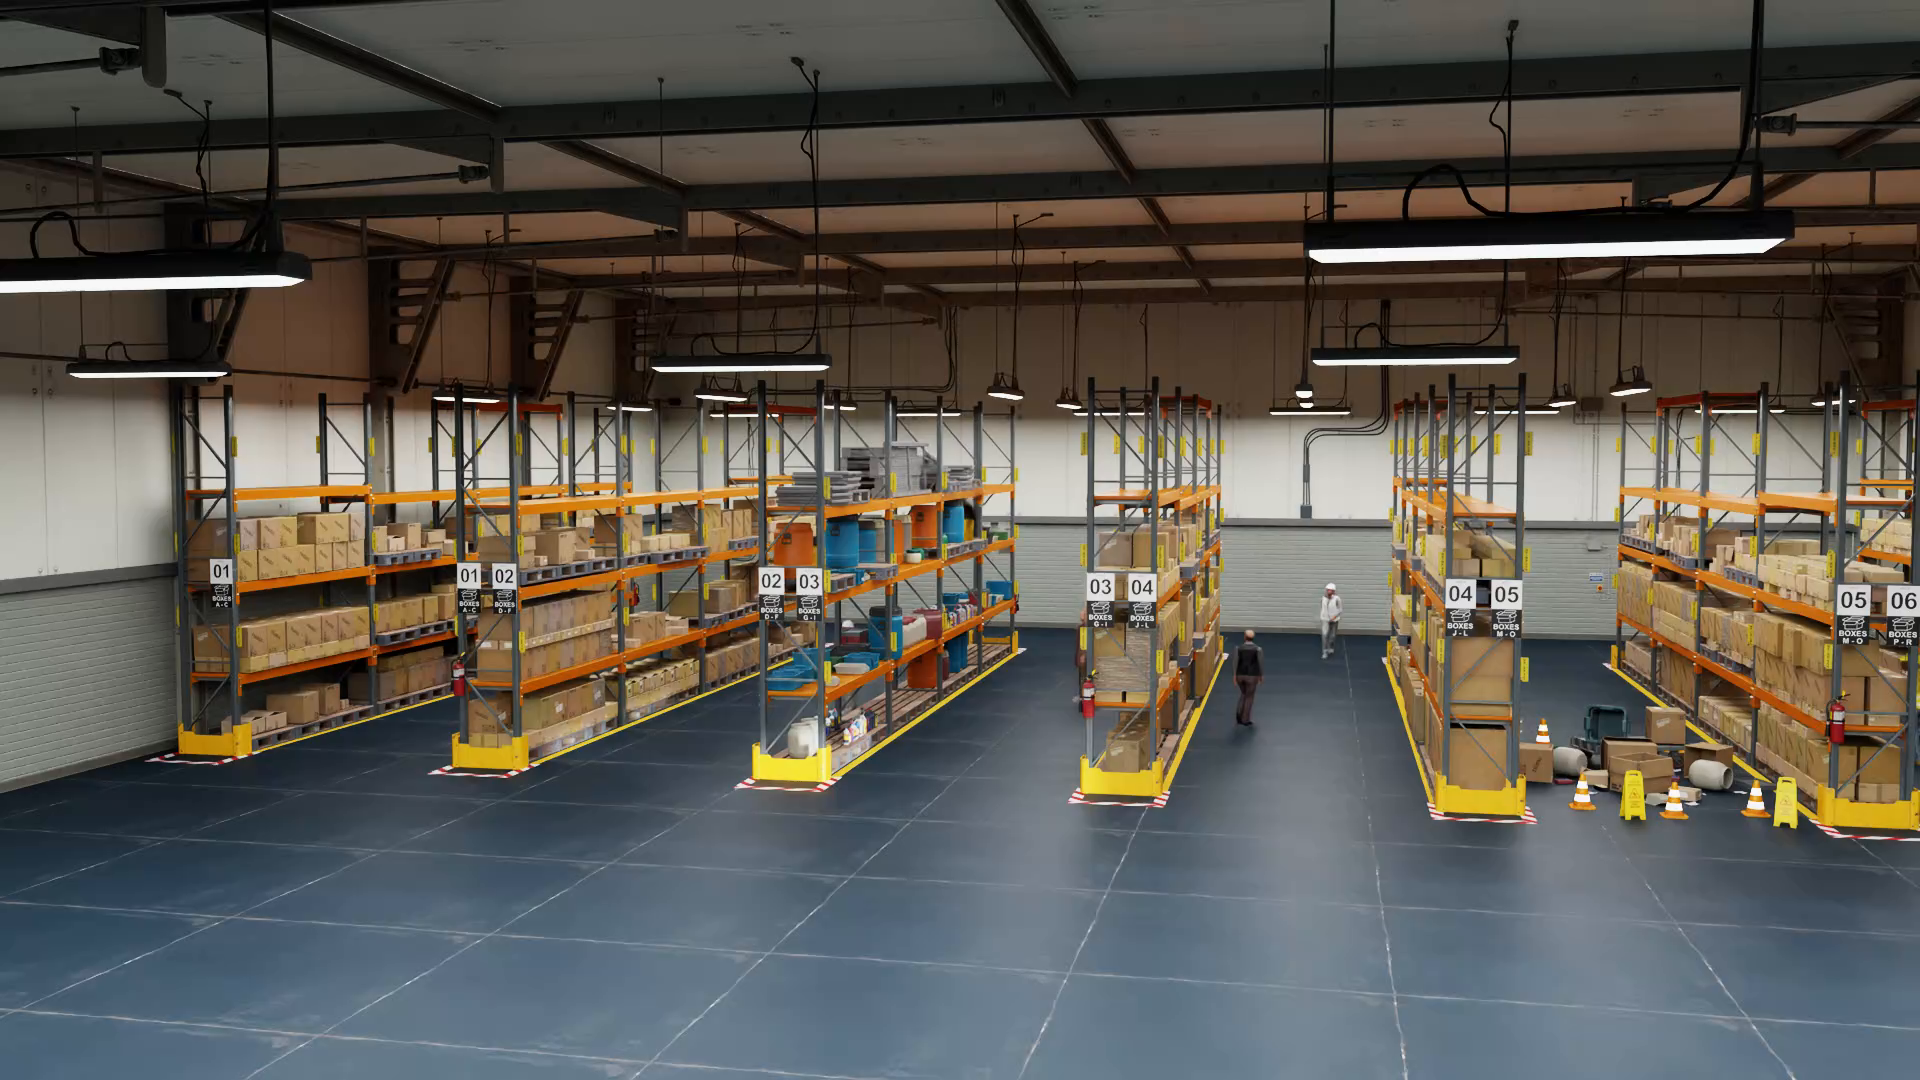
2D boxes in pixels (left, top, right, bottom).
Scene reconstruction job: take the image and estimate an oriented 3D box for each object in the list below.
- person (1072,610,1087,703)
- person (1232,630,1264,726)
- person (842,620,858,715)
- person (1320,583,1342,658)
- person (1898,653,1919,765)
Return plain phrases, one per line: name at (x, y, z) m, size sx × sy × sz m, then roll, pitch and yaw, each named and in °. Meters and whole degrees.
person at (2.365, 2.250, 32.470) m, size 0.443 × 1.787 × 0.596 m, roll 0°, pitch 3°, yaw -5°
person at (5.182, 2.474, 29.784) m, size 0.492 × 1.733 × 0.501 m, roll -3°, pitch 4°, yaw -44°
person at (-2.088, 2.392, 30.990) m, size 0.365 × 1.804 × 0.674 m, roll 2°, pitch 4°, yaw 32°
person at (8.872, 1.927, 39.785) m, size 0.523 × 1.778 × 0.940 m, roll 1°, pitch 3°, yaw 13°
person at (15.110, 2.692, 26.311) m, size 0.749 × 1.785 × 0.622 m, roll 1°, pitch 3°, yaw 9°
